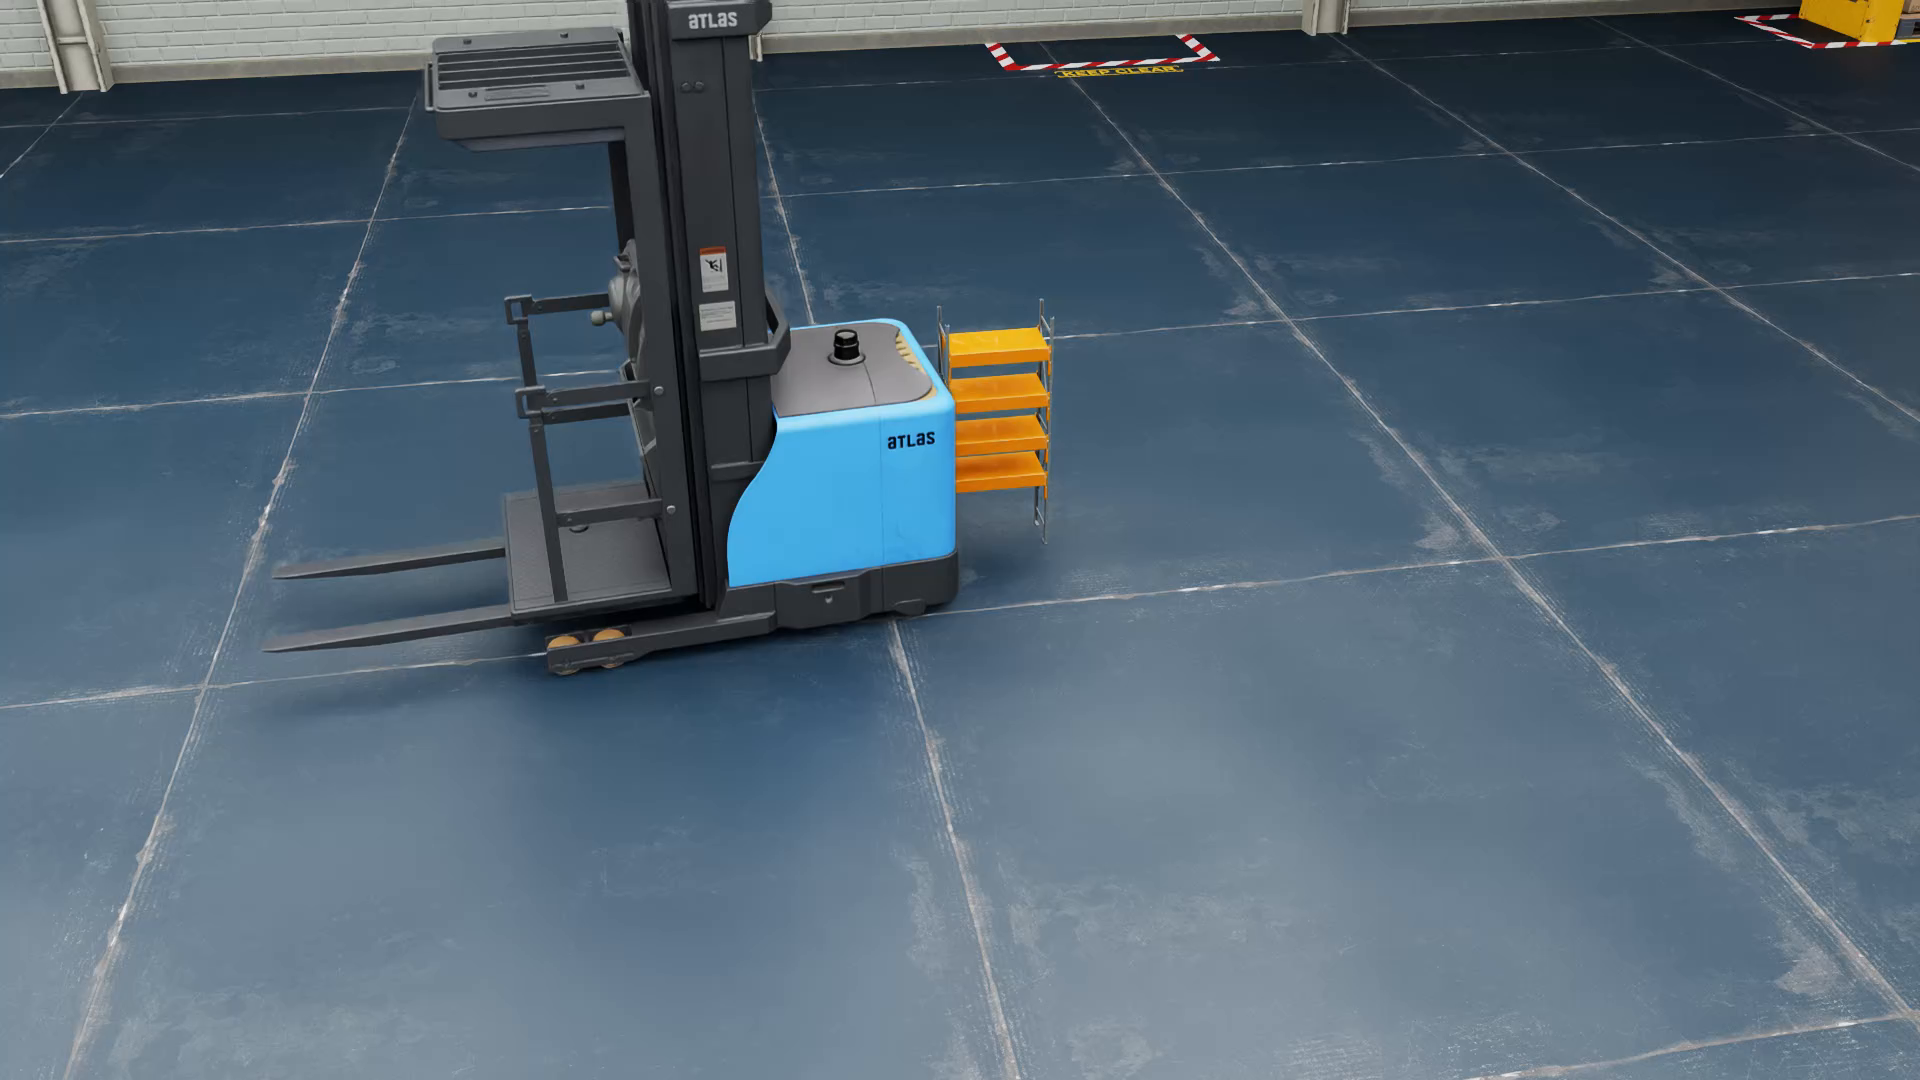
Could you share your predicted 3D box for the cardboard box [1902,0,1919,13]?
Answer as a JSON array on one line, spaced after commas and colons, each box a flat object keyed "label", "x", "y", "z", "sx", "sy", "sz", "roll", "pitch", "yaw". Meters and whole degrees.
[{"label": "cardboard box", "x": 9.828, "y": -5.659, "z": 17.133, "sx": 0.500, "sy": 0.311, "sz": 0.500, "roll": -9, "pitch": 32, "yaw": -15}]

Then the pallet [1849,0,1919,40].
[{"label": "pallet", "x": 10.011, "y": -5.471, "z": 17.347, "sx": 1.213, "sy": 0.211, "sz": 1.003, "roll": -5, "pitch": 31, "yaw": -9}]

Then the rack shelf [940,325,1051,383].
[{"label": "rack shelf", "x": 0.163, "y": -0.871, "z": 7.772, "sx": 0.480, "sy": 0.148, "sz": 0.258, "roll": -5, "pitch": 31, "yaw": -9}]

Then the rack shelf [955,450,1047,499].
[{"label": "rack shelf", "x": 0.163, "y": -0.303, "z": 8.106, "sx": 0.480, "sy": 0.148, "sz": 0.258, "roll": -5, "pitch": 31, "yaw": -9}]

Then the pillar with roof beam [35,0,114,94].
[{"label": "pillar with roof beam", "x": -7.266, "y": -5.902, "z": 9.409, "sx": 0.400, "sy": 9.000, "sz": 9.100, "roll": -5, "pitch": 31, "yaw": -9}]

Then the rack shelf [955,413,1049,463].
[{"label": "rack shelf", "x": 0.163, "y": -0.474, "z": 8.006, "sx": 0.480, "sy": 0.148, "sz": 0.258, "roll": -5, "pitch": 31, "yaw": -9}]

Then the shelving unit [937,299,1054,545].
[{"label": "shelving unit", "x": 0.163, "y": -0.532, "z": 7.972, "sx": 0.503, "sy": 1.200, "sz": 0.258, "roll": -5, "pitch": 31, "yaw": -9}]

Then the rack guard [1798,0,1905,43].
[{"label": "rack guard", "x": 9.206, "y": -5.539, "z": 17.178, "sx": 0.348, "sy": 0.500, "sz": 1.175, "roll": -5, "pitch": 31, "yaw": -9}]

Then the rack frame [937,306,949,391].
[{"label": "rack frame", "x": -0.077, "y": -0.510, "z": 7.934, "sx": 0.015, "sy": 1.200, "sz": 0.240, "roll": -5, "pitch": 31, "yaw": -9}]

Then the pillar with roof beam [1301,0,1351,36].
[{"label": "pillar with roof beam", "x": 4.537, "y": -6.997, "z": 11.272, "sx": 0.400, "sy": 9.000, "sz": 9.100, "roll": -5, "pitch": 31, "yaw": -9}]

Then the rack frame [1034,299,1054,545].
[{"label": "rack frame", "x": 0.403, "y": -0.555, "z": 8.009, "sx": 0.015, "sy": 1.200, "sz": 0.240, "roll": -5, "pitch": 31, "yaw": -9}]

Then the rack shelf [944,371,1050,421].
[{"label": "rack shelf", "x": 0.163, "y": -0.667, "z": 7.892, "sx": 0.480, "sy": 0.148, "sz": 0.258, "roll": -5, "pitch": 31, "yaw": -9}]

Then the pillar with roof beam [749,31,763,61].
[{"label": "pillar with roof beam", "x": -1.364, "y": -6.449, "z": 10.340, "sx": 0.400, "sy": 9.000, "sz": 9.100, "roll": -5, "pitch": 31, "yaw": -9}]

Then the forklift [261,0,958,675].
[{"label": "forklift", "x": -1.583, "y": -0.975, "z": 7.016, "sx": 3.031, "sy": 2.935, "sz": 1.130, "roll": -8, "pitch": 31, "yaw": -13}]
